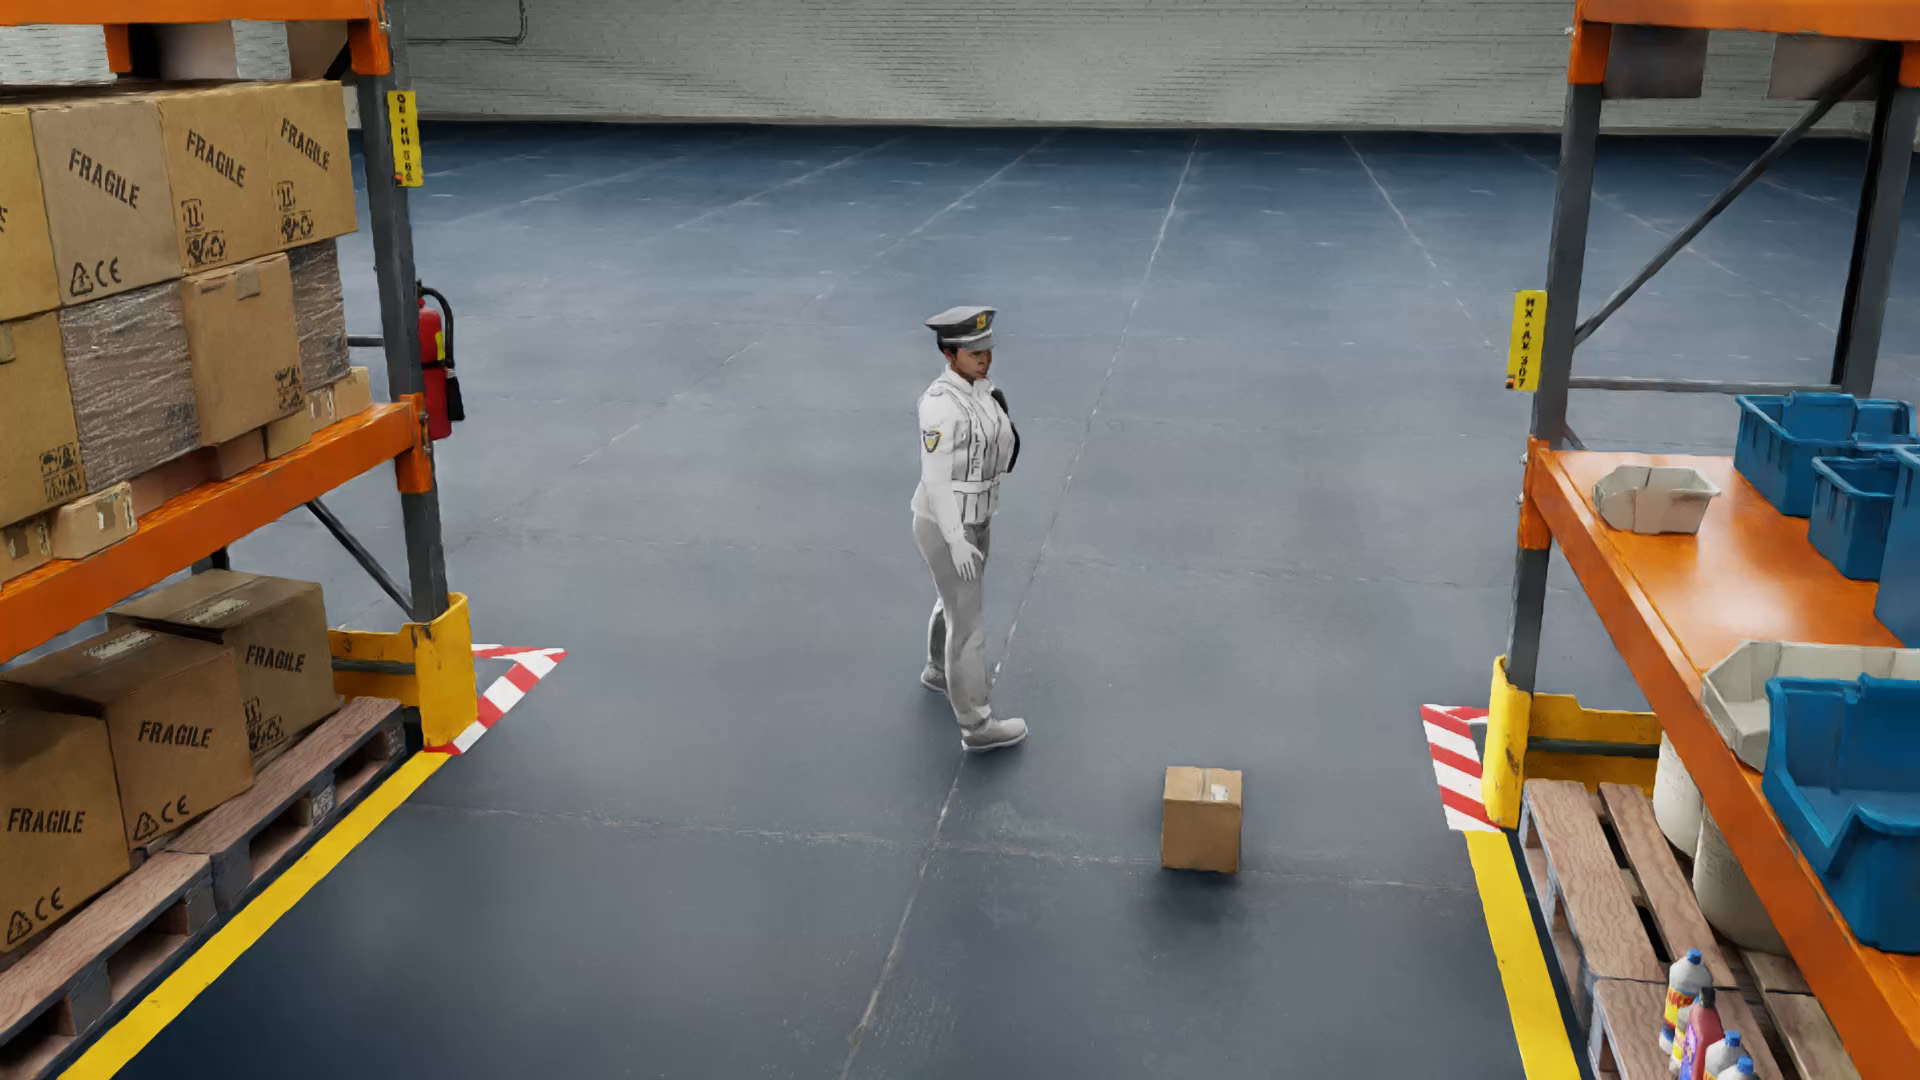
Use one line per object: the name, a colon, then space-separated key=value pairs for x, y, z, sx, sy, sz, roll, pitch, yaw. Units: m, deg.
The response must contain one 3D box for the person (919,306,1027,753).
person: x=0.030 y=-0.067 z=6.273 sx=0.552 sy=1.666 sz=0.579 roll=7 pitch=19 yaw=21
